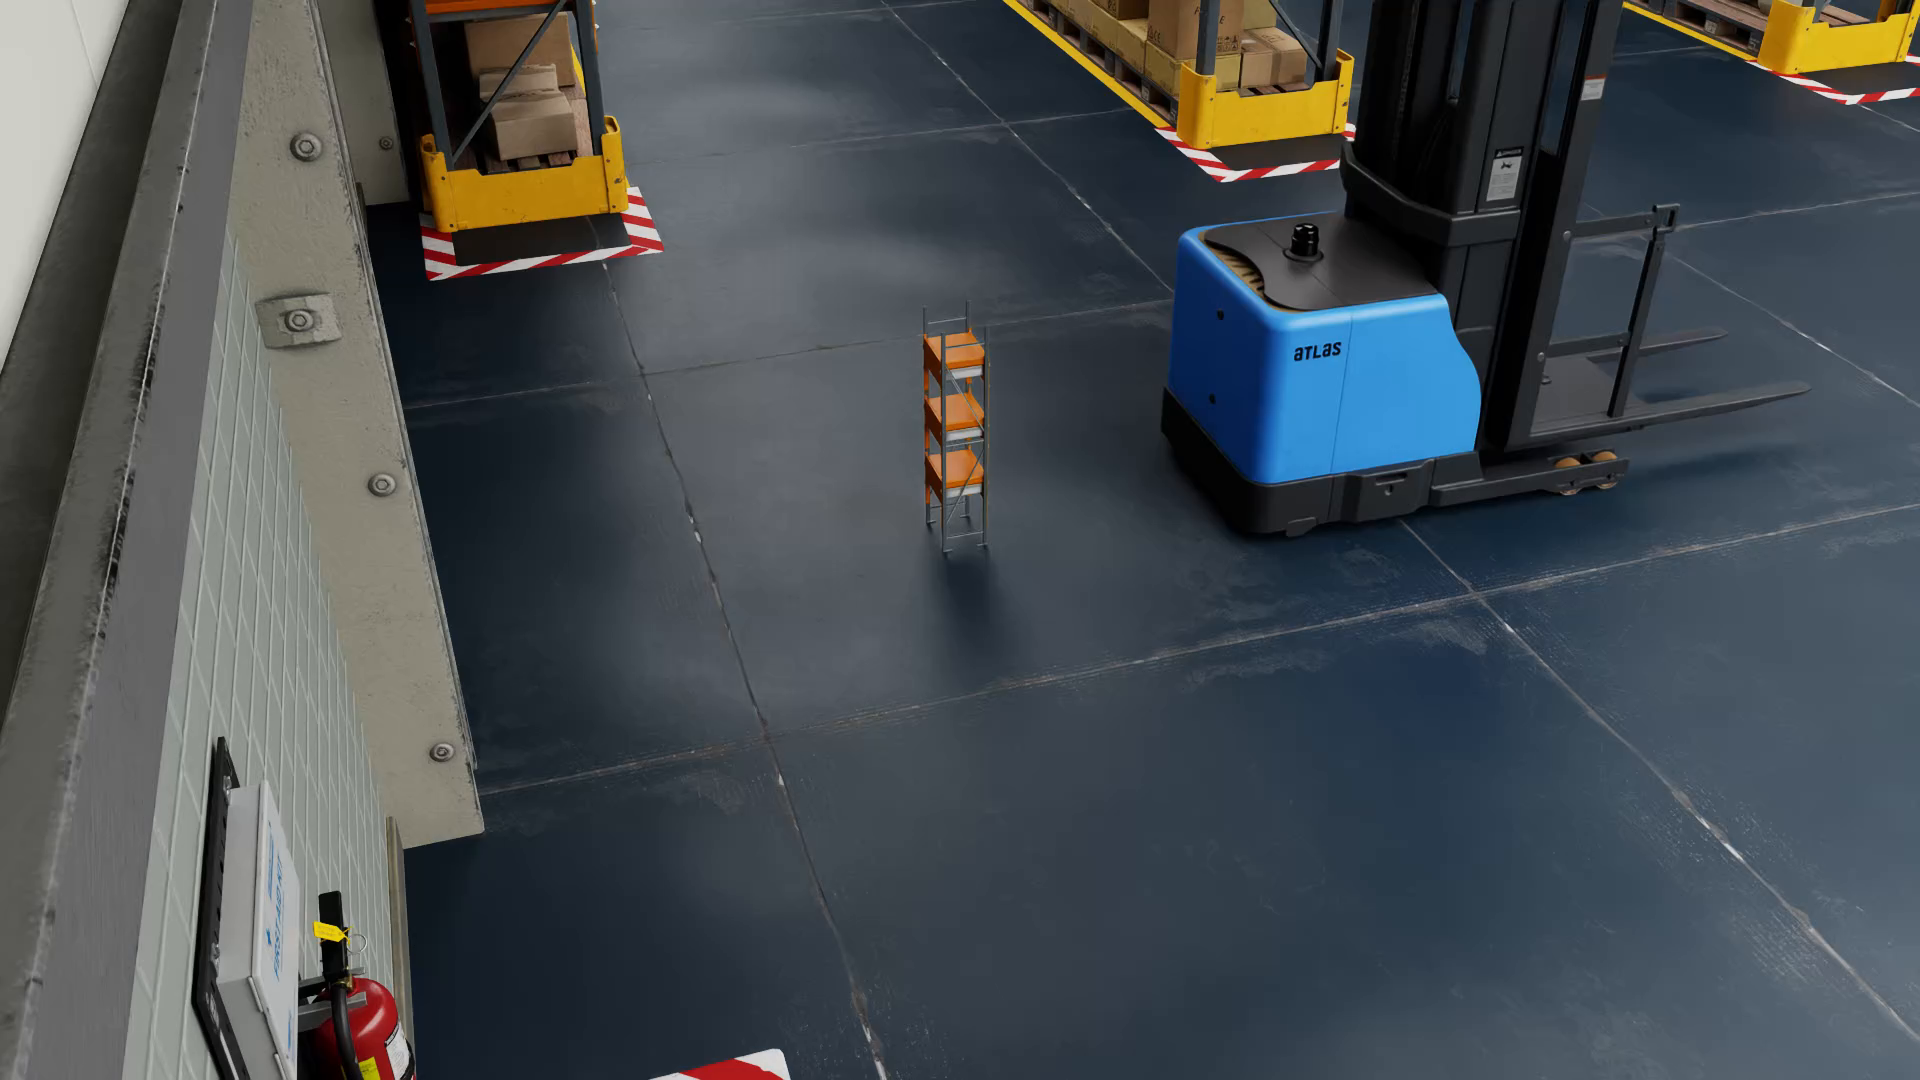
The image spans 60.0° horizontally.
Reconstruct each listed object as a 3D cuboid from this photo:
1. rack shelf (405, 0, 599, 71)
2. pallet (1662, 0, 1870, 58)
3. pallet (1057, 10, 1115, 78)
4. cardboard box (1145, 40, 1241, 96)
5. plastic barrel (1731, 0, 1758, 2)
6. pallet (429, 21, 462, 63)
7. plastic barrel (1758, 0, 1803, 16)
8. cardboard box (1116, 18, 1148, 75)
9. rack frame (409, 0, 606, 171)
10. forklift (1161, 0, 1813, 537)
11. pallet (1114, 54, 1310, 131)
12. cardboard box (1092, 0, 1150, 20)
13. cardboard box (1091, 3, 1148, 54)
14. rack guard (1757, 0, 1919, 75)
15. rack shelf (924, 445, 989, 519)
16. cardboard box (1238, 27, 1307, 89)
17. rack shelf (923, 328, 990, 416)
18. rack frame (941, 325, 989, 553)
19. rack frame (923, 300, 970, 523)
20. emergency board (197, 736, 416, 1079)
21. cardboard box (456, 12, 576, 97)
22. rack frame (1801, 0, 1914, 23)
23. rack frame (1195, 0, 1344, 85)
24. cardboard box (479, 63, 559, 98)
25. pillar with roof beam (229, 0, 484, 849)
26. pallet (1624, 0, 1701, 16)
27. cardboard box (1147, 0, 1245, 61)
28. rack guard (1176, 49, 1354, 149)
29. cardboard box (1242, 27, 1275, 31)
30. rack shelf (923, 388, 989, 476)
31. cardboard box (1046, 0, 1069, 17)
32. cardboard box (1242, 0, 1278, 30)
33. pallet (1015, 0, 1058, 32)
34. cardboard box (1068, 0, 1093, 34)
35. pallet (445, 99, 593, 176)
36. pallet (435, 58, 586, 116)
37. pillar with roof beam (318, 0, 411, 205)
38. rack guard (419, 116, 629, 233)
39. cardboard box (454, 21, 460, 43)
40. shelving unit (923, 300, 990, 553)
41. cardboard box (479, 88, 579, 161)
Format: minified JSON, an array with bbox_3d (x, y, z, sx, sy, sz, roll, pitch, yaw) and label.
[{"bbox_3d":[-3.248,-4.002,11.238,1.077,0.370,4.000,-10,35,-15],"label":"rack shelf"},{"bbox_3d":[6.486,-4.214,13.436,1.003,0.211,1.213,-10,35,-15],"label":"pallet"},{"bbox_3d":[1.437,-3.958,13.048,1.003,0.211,1.213,-10,35,-15],"label":"pallet"},{"bbox_3d":[1.633,-3.347,11.707,0.500,0.250,0.500,-10,35,-15],"label":"cardboard box"},{"bbox_3d":[6.370,-4.651,13.444,0.421,0.512,0.421,0,33,0],"label":"plastic barrel"},{"bbox_3d":[-3.620,-3.842,12.873,1.003,0.211,1.213,-10,35,-15],"label":"pallet"},{"bbox_3d":[6.523,-4.388,13.045,0.421,0.512,0.421,0,33,0],"label":"plastic barrel"},{"bbox_3d":[1.469,-3.607,12.102,0.500,0.250,0.500,-10,35,-15],"label":"cardboard box"},{"bbox_3d":[-2.638,-3.252,9.451,1.000,3.000,0.127,-10,35,-15],"label":"rack frame"},{"bbox_3d":[2.531,-1.695,7.157,3.031,2.935,1.130,-10,35,-14],"label":"forklift"},{"bbox_3d":[1.805,-3.318,12.080,1.003,0.211,1.213,-10,35,-15],"label":"pallet"},{"bbox_3d":[1.312,-4.182,12.291,0.500,0.500,0.500,-10,35,-15],"label":"cardboard box"},{"bbox_3d":[1.315,-3.870,12.498,0.500,0.250,0.500,-10,35,-15],"label":"cardboard box"},{"bbox_3d":[6.729,-3.907,12.709,1.175,0.500,0.348,-10,35,-15],"label":"rack guard"},{"bbox_3d":[-0.016,-0.225,7.162,0.215,0.259,0.240,-10,35,-15],"label":"rack shelf"},{"bbox_3d":[2.126,-3.434,11.839,0.500,0.250,0.500,-10,35,-15],"label":"cardboard box"},{"bbox_3d":[-0.016,-0.694,6.852,0.215,0.259,0.240,-10,35,-15],"label":"rack shelf"},{"bbox_3d":[0.021,-0.402,6.906,0.200,1.050,0.008,-10,35,-15],"label":"rack frame"},{"bbox_3d":[-0.054,-0.530,7.100,0.200,1.050,0.008,-10,35,-15],"label":"rack frame"},{"bbox_3d":[-1.128,0.980,3.046,0.194,1.169,0.643,-10,35,-15],"label":"emergency board"},{"bbox_3d":[-3.114,-3.464,11.640,0.700,0.500,0.500,-12,35,-18],"label":"cardboard box"},{"bbox_3d":[6.797,-4.918,11.972,1.000,3.000,0.127,-10,35,-15],"label":"rack frame"},{"bbox_3d":[2.078,-4.087,10.714,1.000,3.000,0.127,-10,35,-15],"label":"rack frame"},{"bbox_3d":[-2.937,-2.992,11.096,0.500,0.311,0.500,-7,34,-11],"label":"cardboard box"},{"bbox_3d":[2.254,-3.551,4.461,9.100,9.000,0.400,-10,35,-15],"label":"pillar with roof beam"},{"bbox_3d":[6.117,-4.853,14.404,1.003,0.211,1.213,-10,35,-15],"label":"pallet"},{"bbox_3d":[1.631,-3.659,11.500,0.500,0.500,0.500,-10,35,-15],"label":"cardboard box"},{"bbox_3d":[2.086,-3.032,11.384,1.175,0.500,0.348,-10,35,-15],"label":"rack guard"},{"bbox_3d":[1.970,-3.696,12.236,0.500,0.250,0.500,-10,35,-15],"label":"cardboard box"},{"bbox_3d":[-0.016,-0.457,7.009,0.215,0.259,0.240,-10,35,-15],"label":"rack shelf"},{"bbox_3d":[1.006,-4.394,13.292,0.500,0.250,0.500,-10,35,-15],"label":"cardboard box"},{"bbox_3d":[1.972,-4.009,12.029,0.500,0.500,0.500,-10,35,-15],"label":"cardboard box"},{"bbox_3d":[1.061,-4.599,14.019,1.003,0.211,1.213,-10,35,-15],"label":"pallet"},{"bbox_3d":[1.164,-4.132,12.896,0.500,0.250,0.500,-10,35,-15],"label":"cardboard box"},{"bbox_3d":[-2.876,-2.561,10.934,1.003,0.211,1.213,-10,35,-15],"label":"pallet"},{"bbox_3d":[-3.244,-3.200,11.902,1.003,0.211,1.213,-10,35,-15],"label":"pallet"},{"bbox_3d":[0.424,-6.701,9.228,9.100,9.000,0.400,-10,35,-15],"label":"pillar with roof beam"},{"bbox_3d":[-2.661,-2.249,10.200,1.175,0.500,0.348,-10,35,-15],"label":"rack guard"},{"bbox_3d":[-3.504,-3.955,12.382,0.500,0.500,0.500,-13,35,-18],"label":"cardboard box"},{"bbox_3d":[-0.016,-0.466,7.003,0.215,1.050,0.252,-10,35,-15],"label":"shelving unit"},{"bbox_3d":[-2.764,-2.692,10.643,0.500,0.311,0.500,-14,36,-20],"label":"cardboard box"}]
